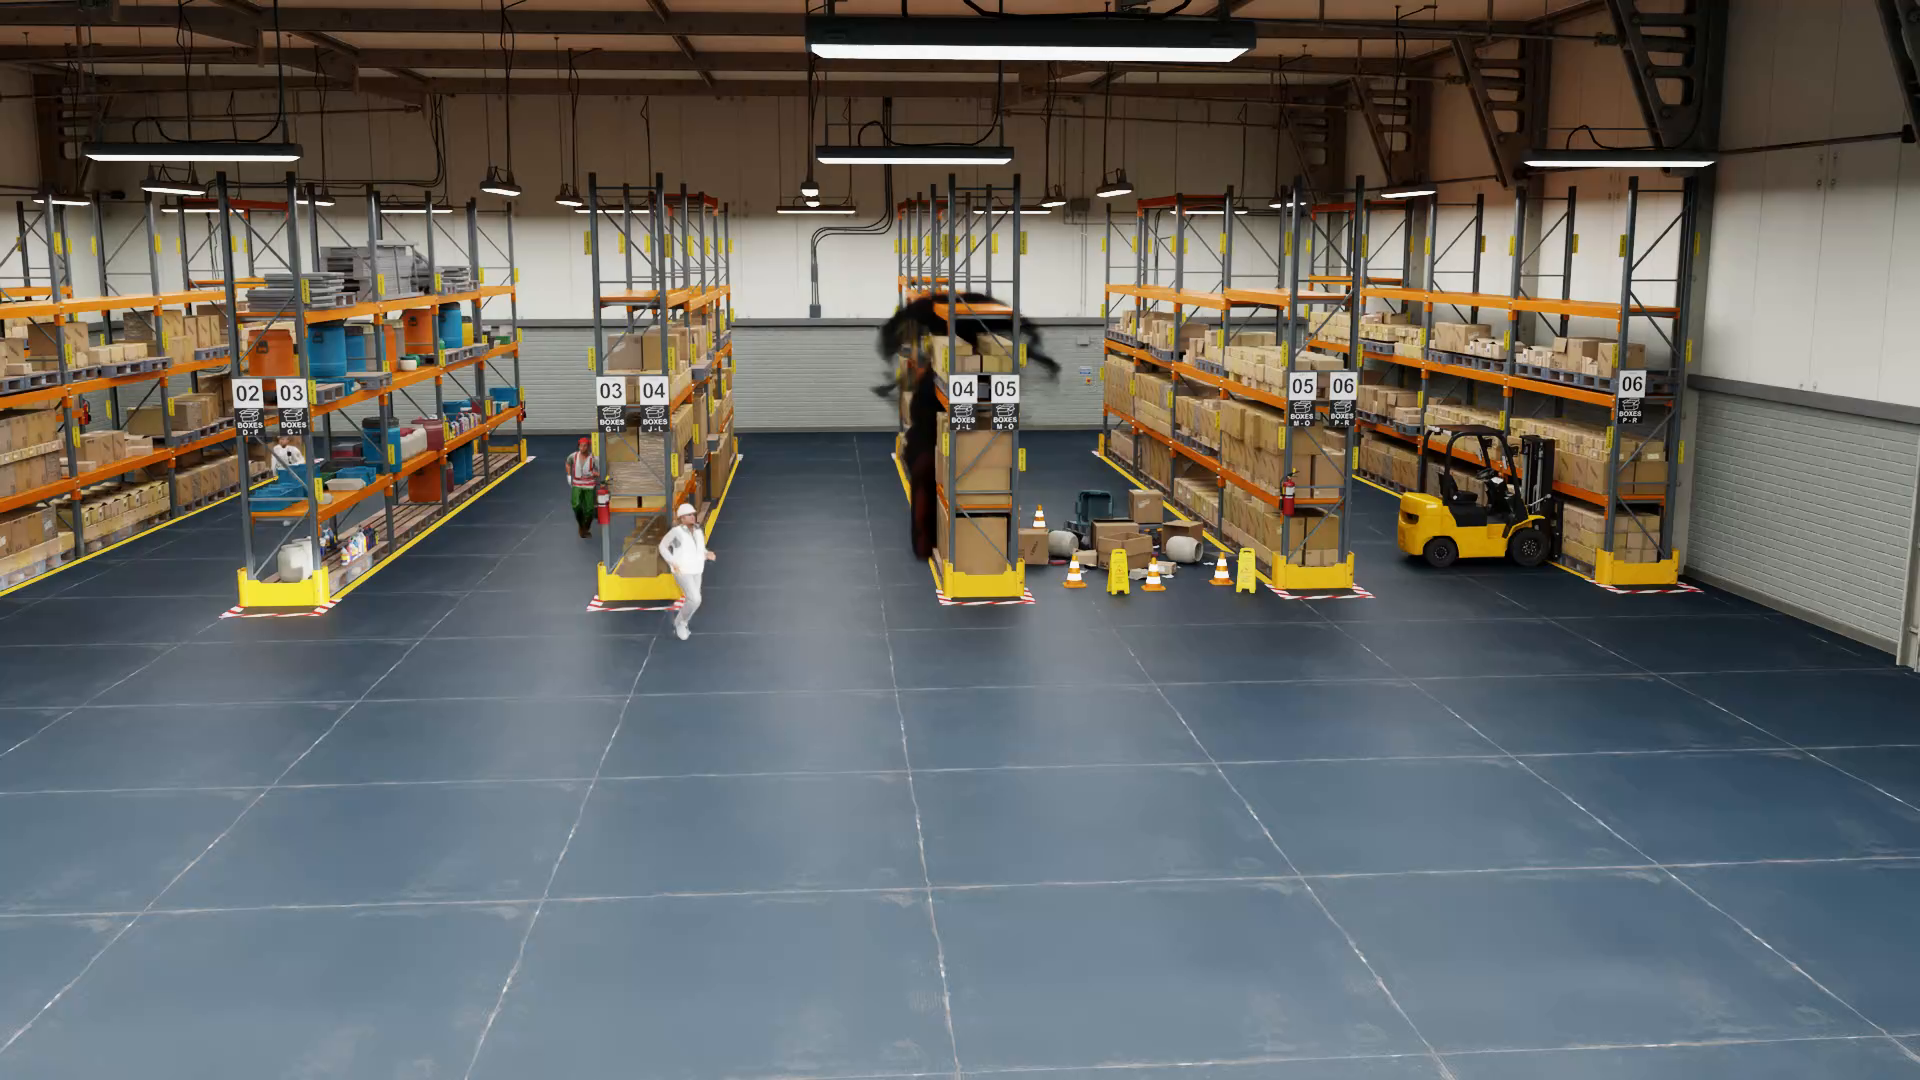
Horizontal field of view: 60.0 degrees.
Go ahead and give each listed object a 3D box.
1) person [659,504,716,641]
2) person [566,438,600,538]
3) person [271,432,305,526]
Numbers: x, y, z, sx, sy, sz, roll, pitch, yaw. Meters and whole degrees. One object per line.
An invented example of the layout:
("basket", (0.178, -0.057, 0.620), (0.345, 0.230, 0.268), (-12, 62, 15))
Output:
("person", (-3.462, 0.410, 21.324), (0.688, 1.755, 0.634), (7, 12, 35))
("person", (-6.480, -0.901, 28.690), (0.647, 1.750, 0.735), (-1, 10, -6))
("person", (-12.304, -1.162, 30.457), (0.636, 1.693, 0.978), (-1, 10, -5))
